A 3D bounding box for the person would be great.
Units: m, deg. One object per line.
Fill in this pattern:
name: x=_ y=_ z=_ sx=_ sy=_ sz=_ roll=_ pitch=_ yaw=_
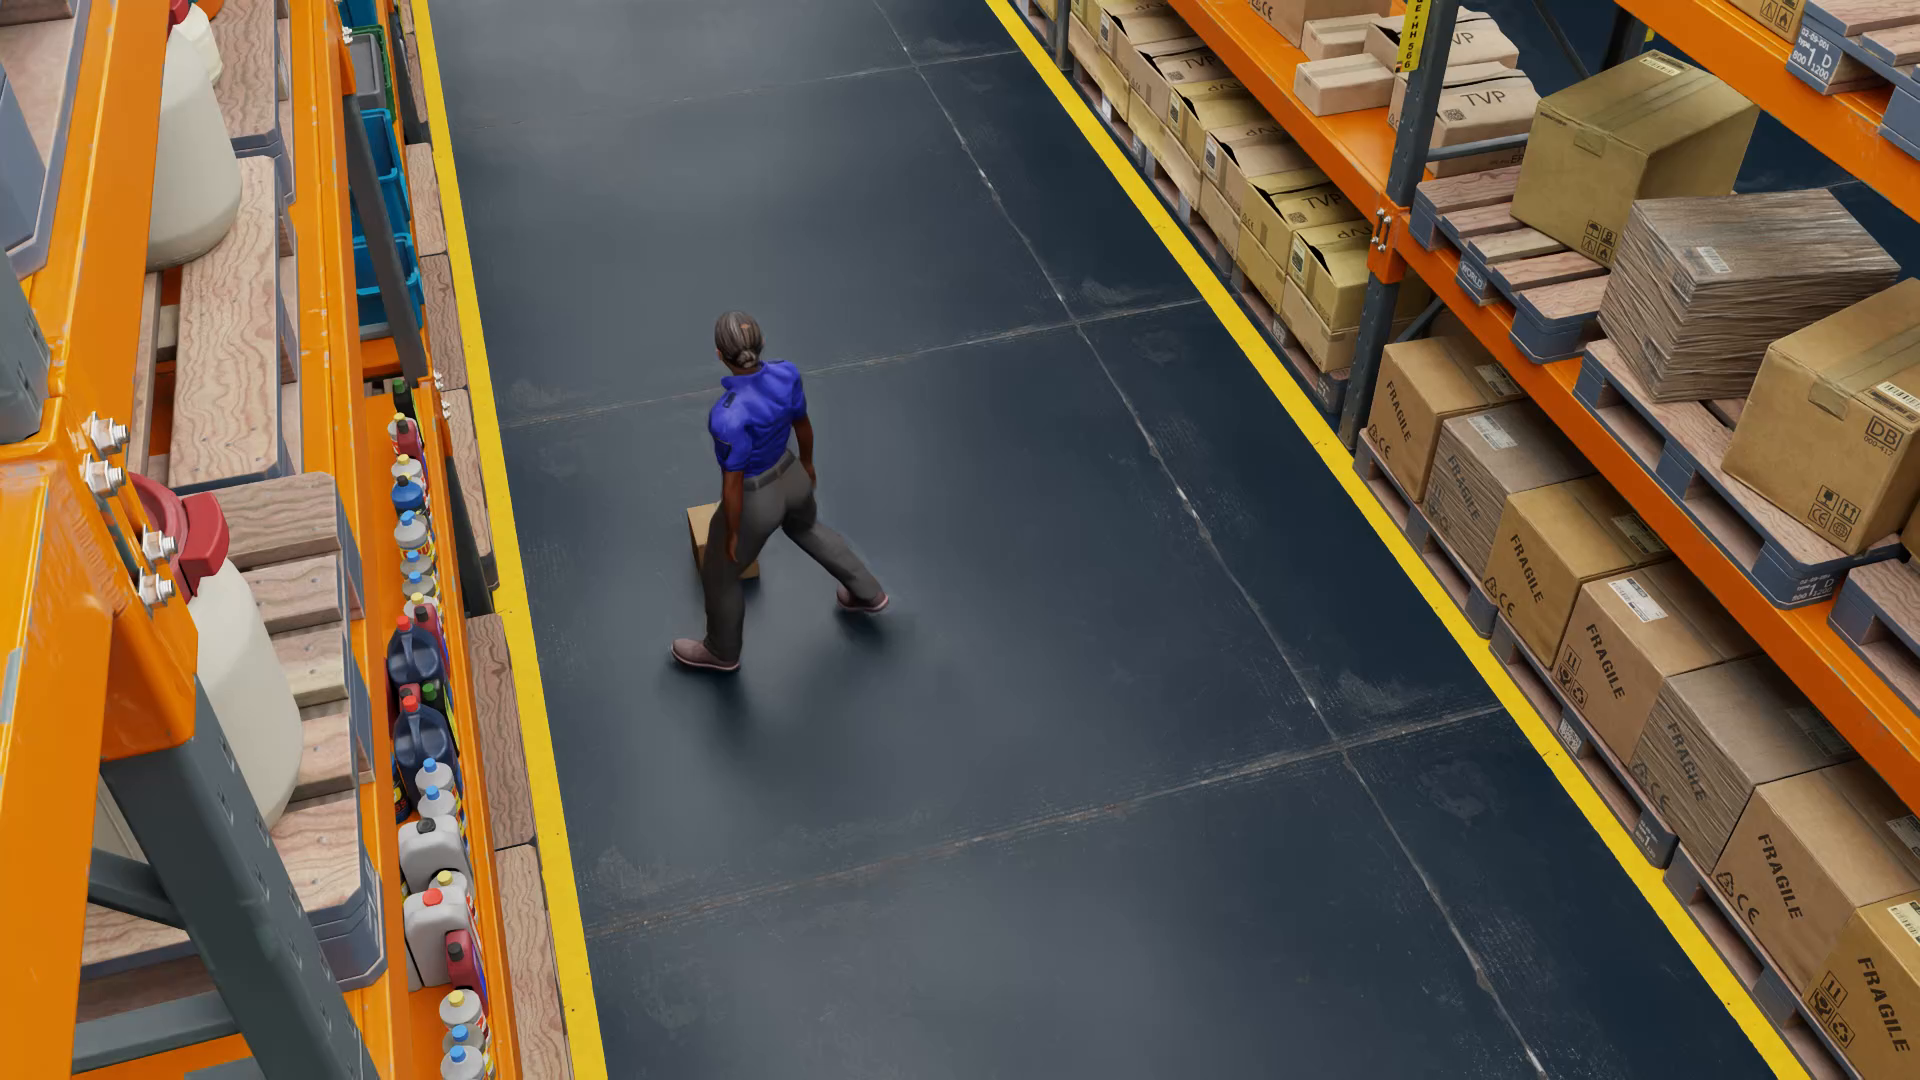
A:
person: x=-0.730 y=-0.192 z=6.374 sx=0.684 sy=1.630 sz=0.707 roll=23 pitch=47 yaw=23
